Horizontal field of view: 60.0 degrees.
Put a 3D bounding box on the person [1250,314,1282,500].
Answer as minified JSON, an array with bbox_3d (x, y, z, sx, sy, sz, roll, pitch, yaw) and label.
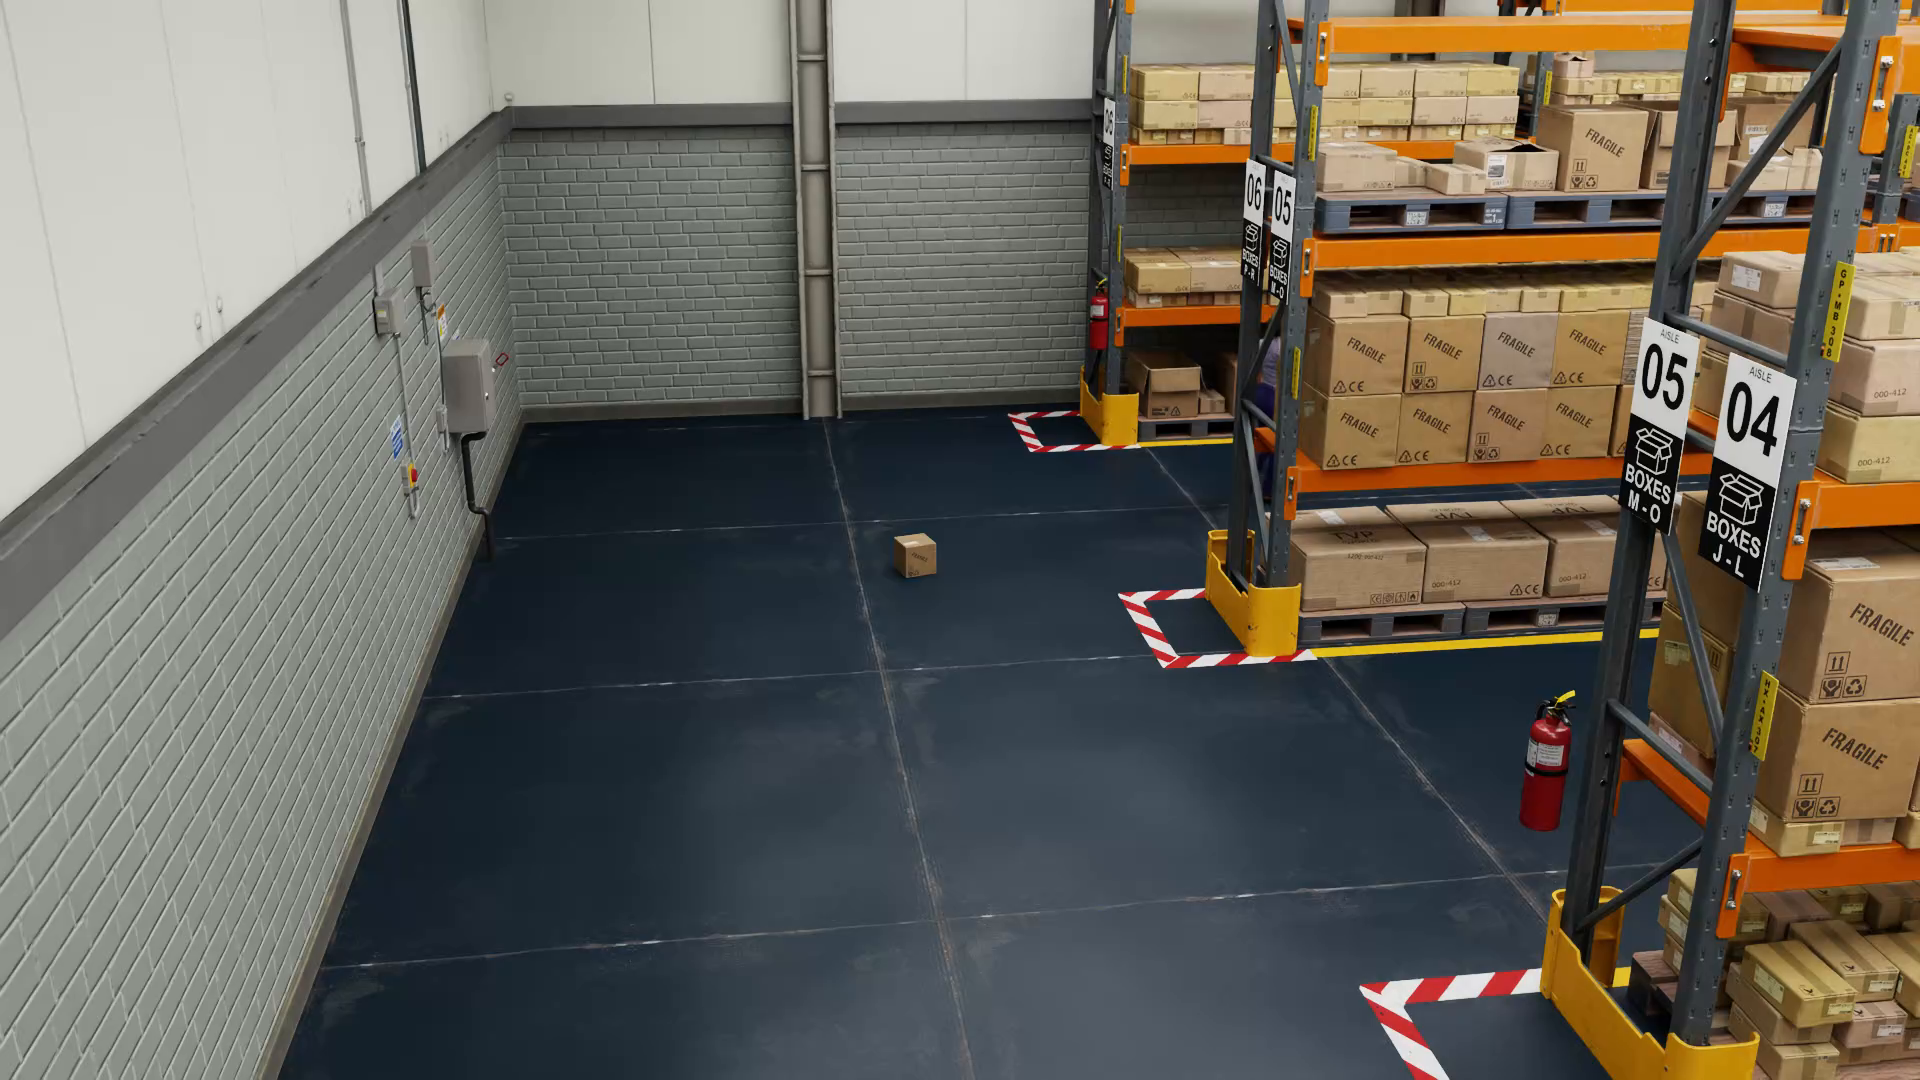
[{"bbox_3d":[2.699,-1.146,14.151,0.470,1.637,0.476,-13,24,-31],"label":"person"}]
